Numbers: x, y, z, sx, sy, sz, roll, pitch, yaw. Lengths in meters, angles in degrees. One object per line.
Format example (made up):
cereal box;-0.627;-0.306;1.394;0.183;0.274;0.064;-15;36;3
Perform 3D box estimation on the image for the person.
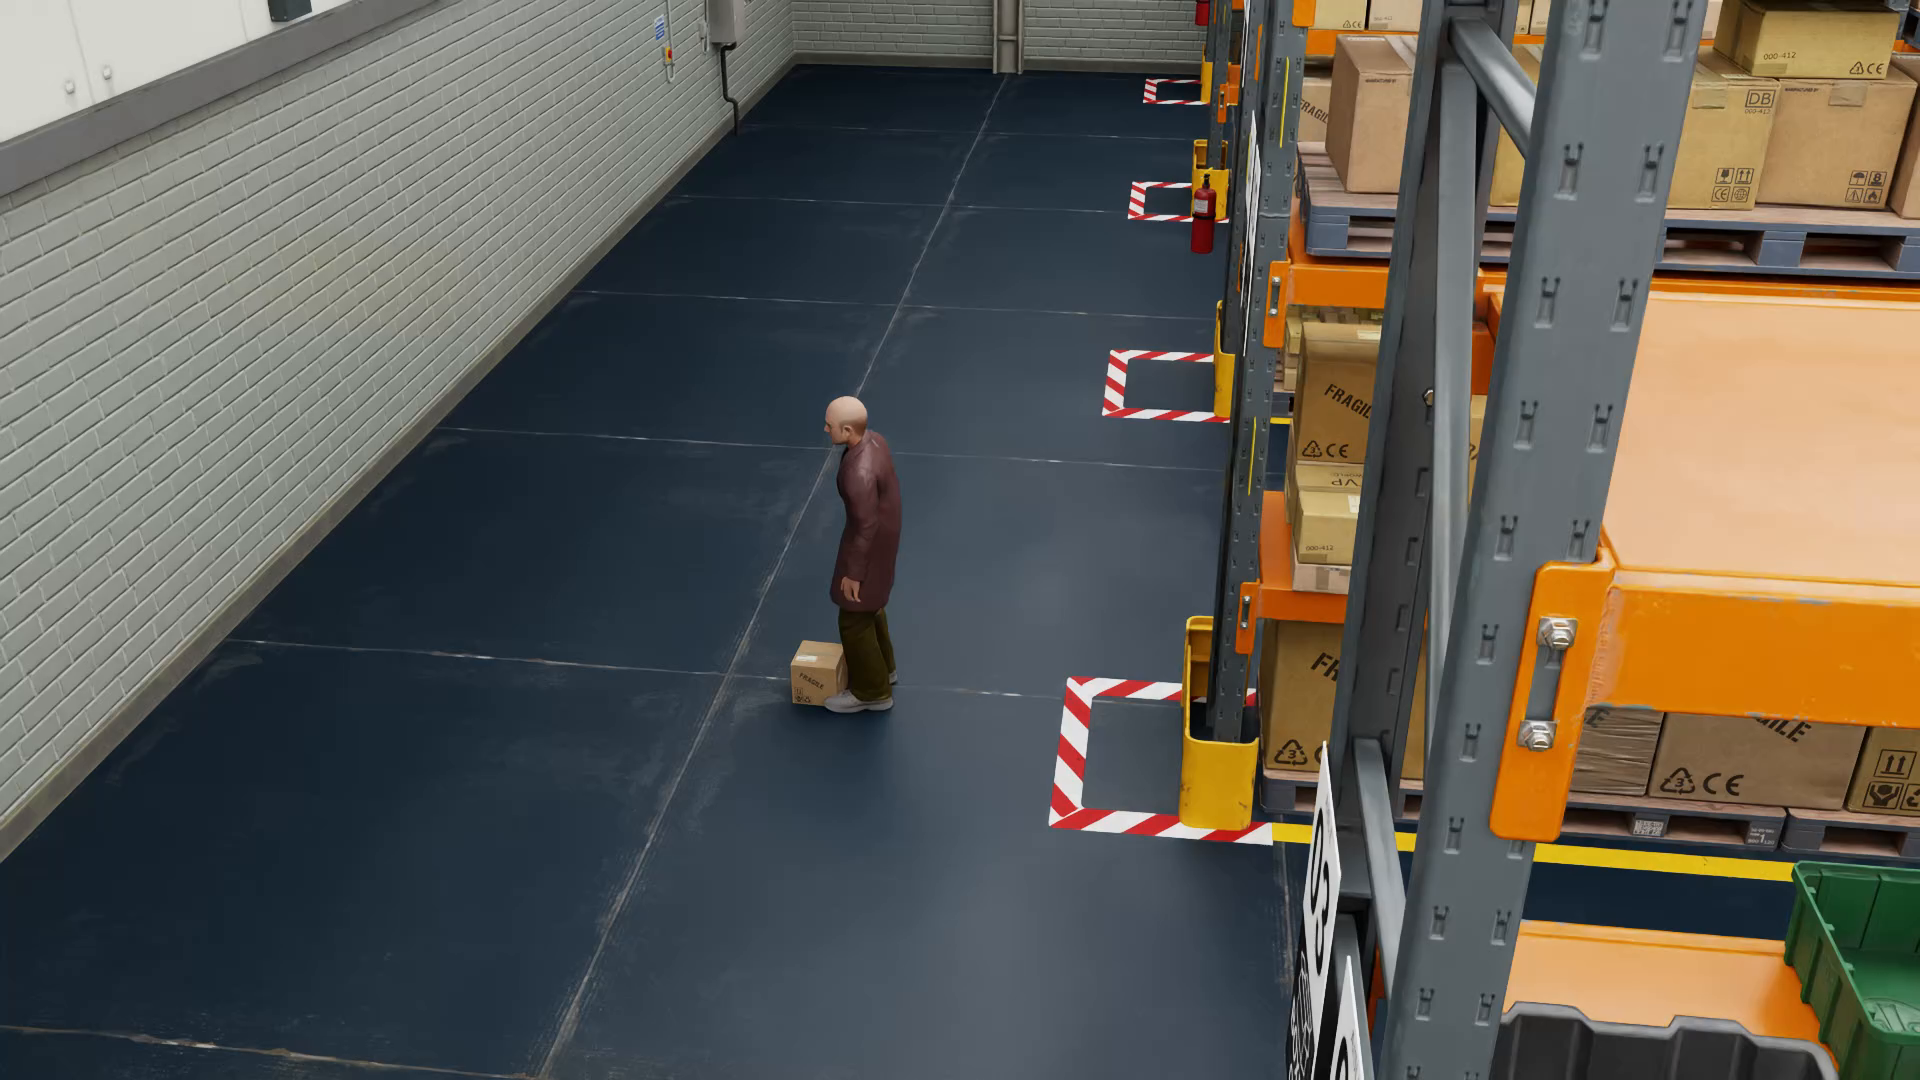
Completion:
person;-0.512;0.069;8.630;0.429;1.772;0.646;2;28;3
